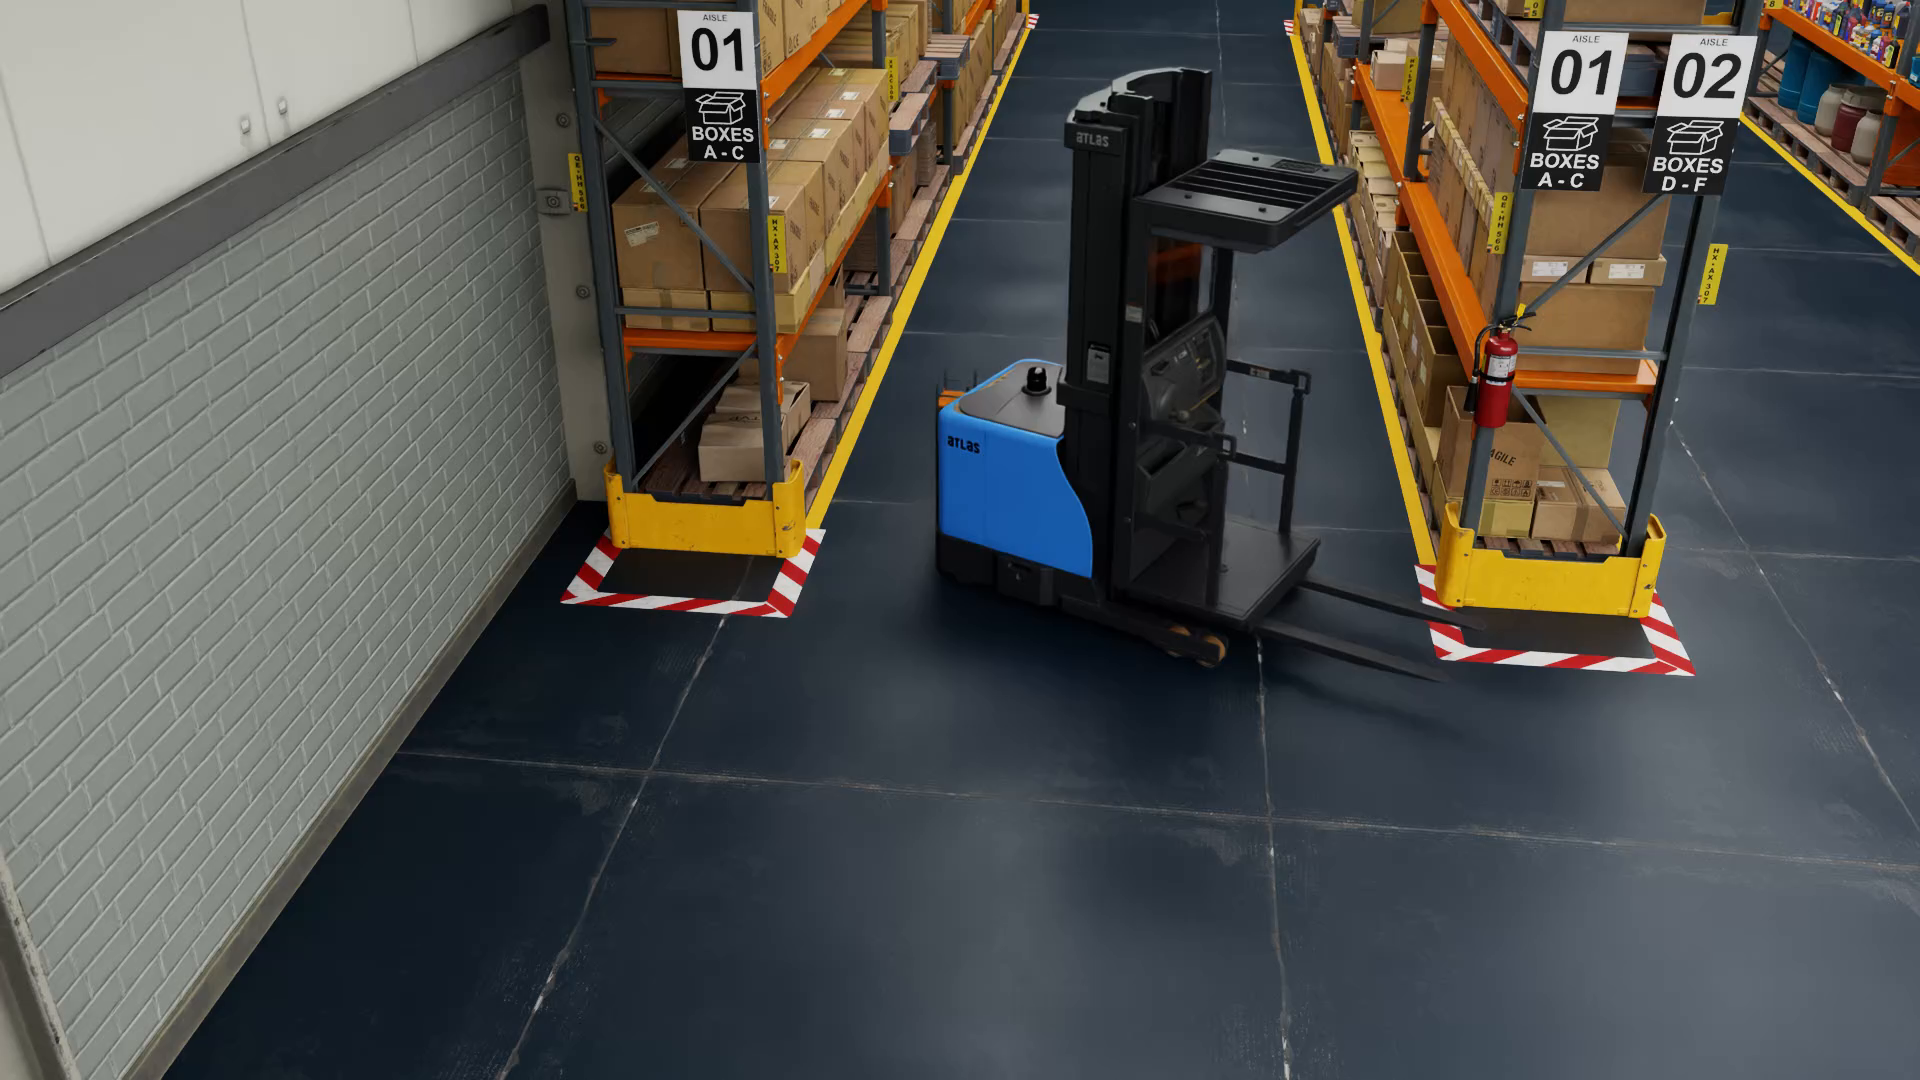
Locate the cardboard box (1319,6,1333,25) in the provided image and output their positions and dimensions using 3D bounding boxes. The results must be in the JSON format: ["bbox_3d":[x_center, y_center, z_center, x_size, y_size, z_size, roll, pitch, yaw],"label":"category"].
[{"bbox_3d":[5.057,-6.630,21.561,0.797,0.503,0.637,3,28,6],"label":"cardboard box"}]

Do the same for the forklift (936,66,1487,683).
[{"bbox_3d":[1.378,-0.892,8.815,3.031,2.935,1.130,17,33,28],"label":"forklift"}]

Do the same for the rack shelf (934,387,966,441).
[{"bbox_3d":[-0.023,-0.740,9.941,0.215,0.259,0.240,5,29,10],"label":"rack shelf"}]

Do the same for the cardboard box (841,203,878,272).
[{"bbox_3d":[-0.991,-2.611,14.106,0.700,0.500,0.500,4,29,8],"label":"cardboard box"}]

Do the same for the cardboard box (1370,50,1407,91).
[{"bbox_3d":[4.040,-4.318,15.197,0.500,0.311,0.500,3,28,6],"label":"cardboard box"}]

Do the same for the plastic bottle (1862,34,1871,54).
[{"bbox_3d":[8.980,-4.905,16.401,0.097,0.201,0.097,0,28,0],"label":"plastic bottle"}]

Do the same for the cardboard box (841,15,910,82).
[{"bbox_3d":[-0.844,-4.220,14.352,0.700,0.500,0.500,7,29,13],"label":"cardboard box"}]

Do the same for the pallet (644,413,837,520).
[{"bbox_3d":[-1.411,-0.476,10.912,1.003,0.211,1.213,3,28,6],"label":"pallet"}]

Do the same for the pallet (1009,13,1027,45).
[{"bbox_3d":[0.385,-7.211,23.412,1.003,0.211,1.213,3,28,6],"label":"pallet"}]

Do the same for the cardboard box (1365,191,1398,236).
[{"bbox_3d":[3.738,-2.793,14.137,0.500,0.311,0.500,3,28,6],"label":"cardboard box"}]

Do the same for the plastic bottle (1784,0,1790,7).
[{"bbox_3d":[9.263,-6.099,18.531,0.061,0.283,0.133,3,28,6],"label":"plastic bottle"}]

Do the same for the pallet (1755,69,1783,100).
[{"bbox_3d":[9.799,-5.481,20.202,1.003,0.211,1.213,3,28,6],"label":"pallet"}]

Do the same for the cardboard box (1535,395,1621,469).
[{"bbox_3d":[3.707,-0.781,10.203,0.500,0.500,0.500,3,28,6],"label":"cardboard box"}]

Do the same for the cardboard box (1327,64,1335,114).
[{"bbox_3d":[4.408,-5.043,18.621,0.500,0.500,0.500,4,29,7],"label":"cardboard box"}]

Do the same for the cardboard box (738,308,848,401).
[{"bbox_3d":[-1.172,-1.312,11.695,0.700,0.500,0.500,2,28,3],"label":"cardboard box"}]

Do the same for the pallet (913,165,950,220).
[{"bbox_3d":[-0.672,-3.458,16.446,1.003,0.211,1.213,3,28,6],"label":"pallet"}]

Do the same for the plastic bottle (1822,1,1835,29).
[{"bbox_3d":[9.129,-5.510,17.451,0.097,0.271,0.097,0,28,0],"label":"plastic bottle"}]

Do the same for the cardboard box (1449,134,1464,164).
[{"bbox_3d":[3.503,-2.618,11.158,0.380,0.149,0.250,2,28,5],"label":"cardboard box"}]

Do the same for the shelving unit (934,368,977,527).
[{"bbox_3d":[-0.023,-0.500,10.071,0.215,1.050,0.252,5,29,10],"label":"shelving unit"}]

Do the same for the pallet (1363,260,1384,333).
[{"bbox_3d":[3.903,-2.006,13.751,1.003,0.211,1.213,3,28,6],"label":"pallet"}]

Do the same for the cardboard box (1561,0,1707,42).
[{"bbox_3d":[3.436,-2.885,8.580,0.797,0.503,0.637,5,29,10],"label":"cardboard box"}]

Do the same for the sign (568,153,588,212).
[{"bbox_3d":[-2.104,-1.978,9.206,0.100,0.325,0.005,3,28,6],"label":"sign"}]

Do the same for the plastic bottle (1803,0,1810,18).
[{"bbox_3d":[9.203,-5.761,17.990,0.097,0.201,0.097,0,28,0],"label":"plastic bottle"}]

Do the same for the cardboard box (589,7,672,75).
[{"bbox_3d":[-1.755,-2.872,9.130,0.500,0.500,0.500,5,29,10],"label":"cardboard box"}]

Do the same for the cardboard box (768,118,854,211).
[{"bbox_3d":[-1.007,-2.487,11.049,0.500,0.500,0.500,4,29,8],"label":"cardboard box"}]

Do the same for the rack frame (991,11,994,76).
[{"bbox_3d":[-0.085,-6.936,19.963,1.000,3.000,0.127,3,28,6],"label":"rack frame"}]

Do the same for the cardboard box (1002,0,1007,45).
[{"bbox_3d":[0.238,-6.845,21.985,0.700,0.500,0.500,4,29,7],"label":"cardboard box"}]

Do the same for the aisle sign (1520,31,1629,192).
[{"bbox_3d":[3.062,-2.132,8.304,0.394,0.787,0.004,3,28,6],"label":"aisle sign"}]

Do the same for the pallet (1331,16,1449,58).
[{"bbox_3d":[4.355,-5.006,16.582,1.213,0.211,1.003,3,28,6],"label":"pallet"}]

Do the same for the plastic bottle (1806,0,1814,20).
[{"bbox_3d":[9.170,-5.743,17.871,0.061,0.283,0.133,3,28,6],"label":"plastic bottle"}]

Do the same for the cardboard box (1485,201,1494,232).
[{"bbox_3d":[3.314,-1.884,9.795,0.380,0.149,0.250,4,29,7],"label":"cardboard box"}]

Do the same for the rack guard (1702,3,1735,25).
[{"bbox_3d":[10.228,-7.155,23.004,1.175,0.500,0.348,3,28,6],"label":"rack guard"}]

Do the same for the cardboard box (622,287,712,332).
[{"bbox_3d":[-1.690,-1.462,9.938,0.500,0.250,0.500,4,29,7],"label":"cardboard box"}]

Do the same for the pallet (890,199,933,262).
[{"bbox_3d":[-0.824,-2.886,15.384,1.003,0.211,1.213,3,28,6],"label":"pallet"}]

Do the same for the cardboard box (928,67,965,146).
[{"bbox_3d":[-0.355,-4.631,17.506,0.750,0.750,0.750,3,28,6],"label":"cardboard box"}]

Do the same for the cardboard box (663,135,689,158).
[{"bbox_3d":[-1.578,-2.275,10.657,0.500,0.500,0.500,3,28,5],"label":"cardboard box"}]

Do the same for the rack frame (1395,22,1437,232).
[{"bbox_3d":[3.852,-2.885,12.442,1.000,3.000,0.127,3,28,6],"label":"rack frame"}]

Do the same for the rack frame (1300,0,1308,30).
[{"bbox_3d":[5.322,-8.533,22.927,1.000,3.000,0.127,3,28,6],"label":"rack frame"}]

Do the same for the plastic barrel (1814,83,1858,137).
[{"bbox_3d":[9.419,-4.601,17.809,0.421,0.512,0.421,0,28,0],"label":"plastic barrel"}]

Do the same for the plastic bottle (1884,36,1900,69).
[{"bbox_3d":[8.884,-4.642,15.826,0.061,0.283,0.133,3,28,6],"label":"plastic bottle"}]

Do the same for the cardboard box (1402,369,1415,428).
[{"bbox_3d":[3.306,-0.952,11.312,0.500,0.250,0.500,3,28,6],"label":"cardboard box"}]

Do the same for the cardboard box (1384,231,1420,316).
[{"bbox_3d":[3.484,-1.989,12.445,0.500,0.500,0.500,3,28,6],"label":"cardboard box"}]

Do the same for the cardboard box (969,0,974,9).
[{"bbox_3d":[-0.126,-5.931,17.656,0.500,0.500,0.500,3,28,6],"label":"cardboard box"}]

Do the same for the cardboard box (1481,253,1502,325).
[{"bbox_3d":[3.491,-1.512,9.789,0.700,0.500,0.500,4,29,8],"label":"cardboard box"}]

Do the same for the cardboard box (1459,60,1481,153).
[{"bbox_3d":[3.681,-2.817,10.843,0.700,0.500,0.500,3,28,6],"label":"cardboard box"}]

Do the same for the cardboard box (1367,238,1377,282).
[{"bbox_3d":[3.679,-2.309,13.830,0.500,0.250,0.500,3,28,5],"label":"cardboard box"}]

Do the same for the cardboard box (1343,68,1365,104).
[{"bbox_3d":[4.226,-4.671,17.139,0.500,0.250,0.500,4,29,8],"label":"cardboard box"}]

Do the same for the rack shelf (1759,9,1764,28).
[{"bbox_3d":[9.993,-6.985,20.812,1.077,0.370,4.000,3,28,6],"label":"rack shelf"}]

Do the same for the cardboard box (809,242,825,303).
[{"bbox_3d":[-1.131,-1.687,10.356,0.500,0.250,0.500,2,28,5],"label":"cardboard box"}]

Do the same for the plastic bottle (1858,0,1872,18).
[{"bbox_3d":[9.794,-5.809,17.921,0.144,0.351,0.185,3,28,6],"label":"plastic bottle"}]
